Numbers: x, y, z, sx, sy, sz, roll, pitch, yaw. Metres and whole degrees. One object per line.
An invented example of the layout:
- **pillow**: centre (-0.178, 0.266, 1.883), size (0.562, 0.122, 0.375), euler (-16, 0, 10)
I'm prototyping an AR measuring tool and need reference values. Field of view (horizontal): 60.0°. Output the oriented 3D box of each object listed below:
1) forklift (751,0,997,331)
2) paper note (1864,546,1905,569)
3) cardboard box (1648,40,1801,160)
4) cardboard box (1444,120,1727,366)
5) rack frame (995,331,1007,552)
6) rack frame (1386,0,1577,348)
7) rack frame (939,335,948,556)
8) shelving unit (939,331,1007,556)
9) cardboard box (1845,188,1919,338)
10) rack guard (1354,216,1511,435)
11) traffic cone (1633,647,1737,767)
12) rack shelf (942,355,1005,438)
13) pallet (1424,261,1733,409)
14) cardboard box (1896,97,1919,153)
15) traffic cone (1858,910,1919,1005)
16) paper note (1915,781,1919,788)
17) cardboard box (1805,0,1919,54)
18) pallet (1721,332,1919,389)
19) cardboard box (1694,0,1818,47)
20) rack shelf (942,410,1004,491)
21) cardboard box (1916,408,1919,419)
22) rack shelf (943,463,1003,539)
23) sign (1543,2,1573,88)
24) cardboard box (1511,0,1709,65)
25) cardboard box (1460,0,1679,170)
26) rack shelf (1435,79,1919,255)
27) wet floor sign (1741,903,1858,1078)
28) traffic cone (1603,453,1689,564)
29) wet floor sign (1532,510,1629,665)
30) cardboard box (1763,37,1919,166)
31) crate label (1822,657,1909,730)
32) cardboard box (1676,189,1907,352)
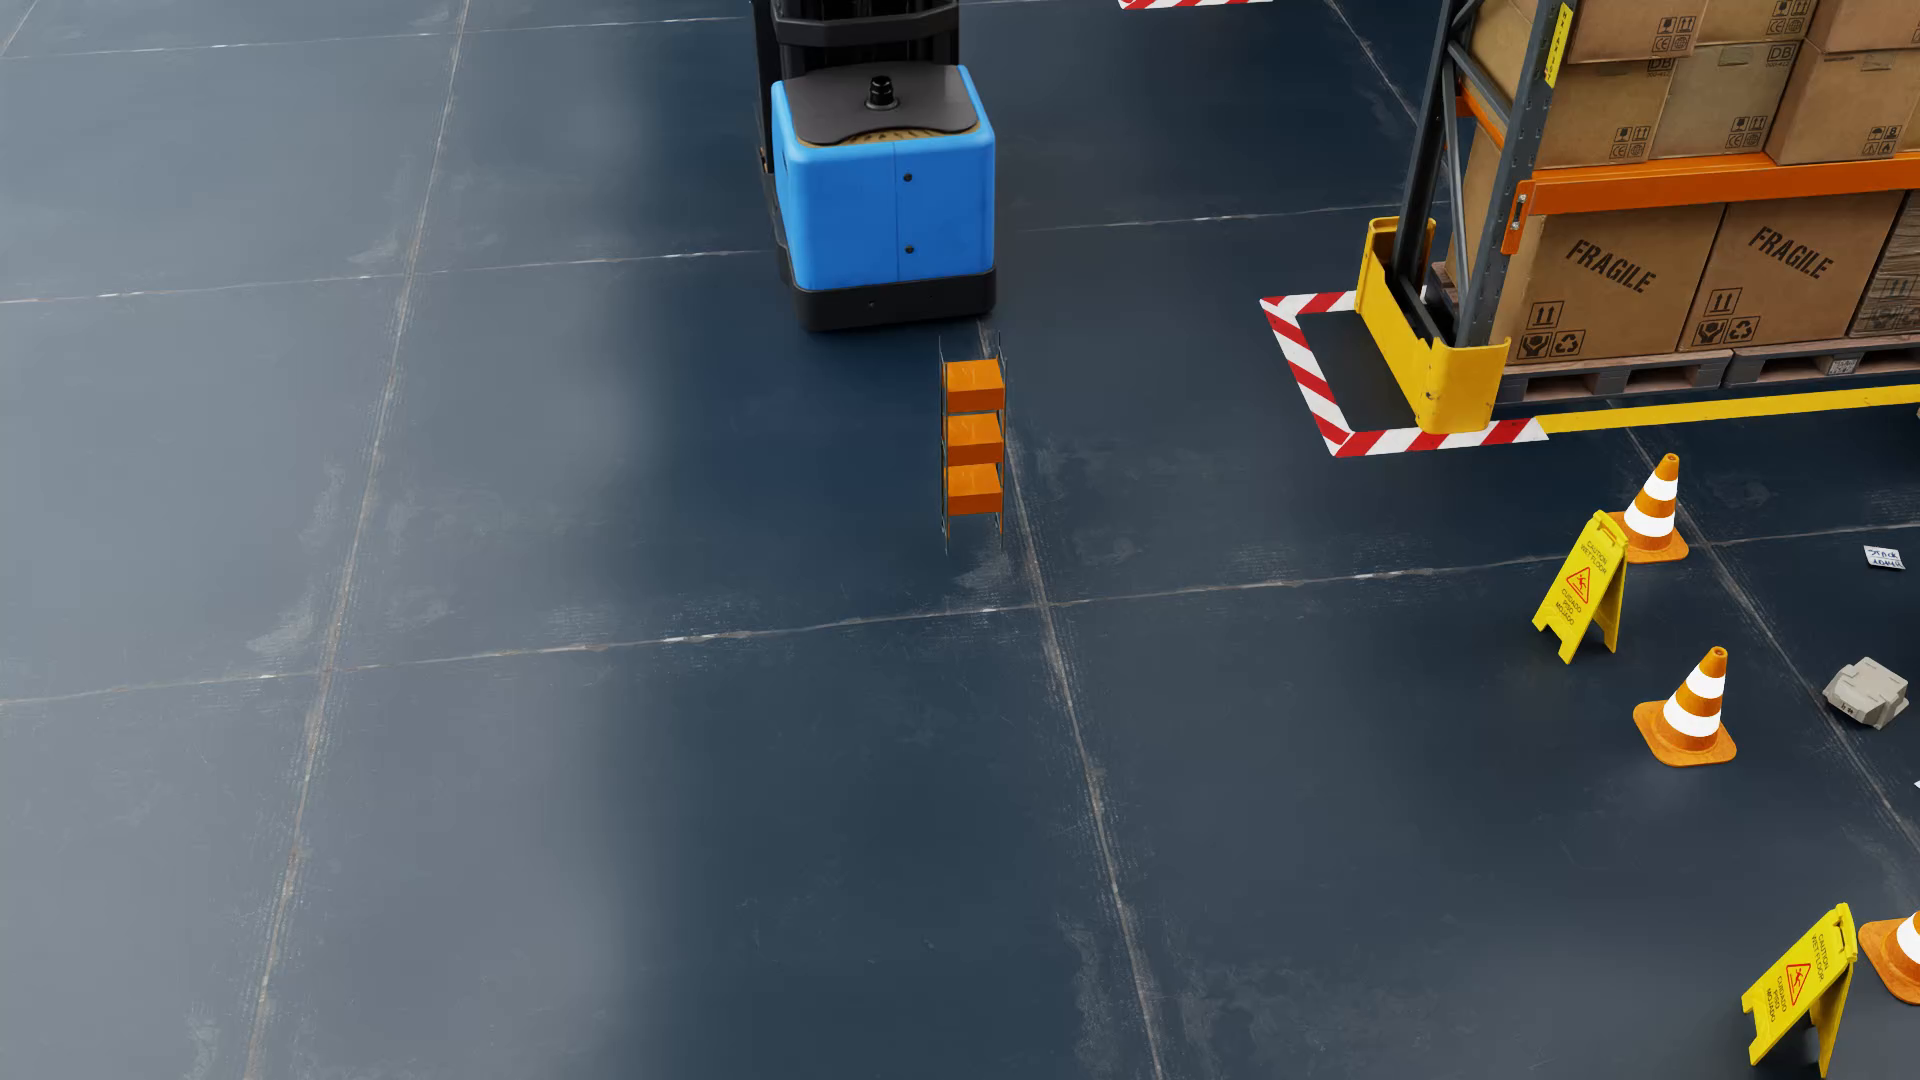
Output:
- **forklift**: centre (-0.595, -3.158, 8.778), size (1.130, 2.935, 3.031), euler (-7, 43, -8)
- **paper note**: centre (4.091, 0.076, 7.359), size (0.142, 0.017, 0.144), euler (8, 43, 9)
- **cardboard box**: centre (3.262, -2.202, 7.555), size (0.550, 0.550, 0.875), euler (-5, 42, -6)
- **cardboard box**: centre (3.021, -1.492, 8.152), size (0.875, 0.875, 0.875), euler (-5, 42, -5)
- **rack frame**: centre (0.174, -0.405, 7.130), size (0.008, 1.050, 0.200), euler (-5, 42, -6)
- **rack frame**: centre (2.358, -2.022, 7.467), size (0.127, 3.000, 1.000), euler (-5, 42, -6)
- **rack frame**: centre (-0.068, -0.384, 7.107), size (0.008, 1.050, 0.200), euler (-5, 42, -6)
- **shelving unit**: centre (0.053, -0.394, 7.119), size (0.252, 1.050, 0.215), euler (-5, 42, -6)
- **cardboard box**: centre (4.798, -1.647, 8.325), size (0.875, 0.875, 0.875), euler (-5, 42, -5)
- **rack guard**: centre (2.334, -1.092, 8.302), size (0.348, 0.500, 1.175), euler (-5, 42, -6)
- **traffic cone**: centre (2.878, 0.597, 6.458), size (0.334, 0.463, 0.336), euler (-5, 42, -6)
- **rack shelf**: centre (0.053, -0.597, 6.936), size (0.240, 0.259, 0.215), euler (-5, 42, -6)
- **pallet**: centre (3.140, -1.108, 8.536), size (1.213, 0.211, 1.003), euler (-5, 42, -6)
- **cardboard box**: centre (4.354, -2.241, 7.598), size (0.500, 0.550, 0.875), euler (-5, 42, -6)
- **traffic cone**: centre (3.359, 1.305, 5.673), size (0.334, 0.463, 0.336), euler (-5, 42, -6)
- **paper note**: centre (3.779, 0.955, 6.383), size (0.142, 0.019, 0.148), euler (-19, 45, -20)
- **cardboard box**: centre (3.837, -2.553, 7.137), size (0.550, 0.550, 0.875), euler (-5, 42, -6)
- **pallet**: centre (4.347, -1.212, 8.651), size (1.213, 0.211, 1.003), euler (-5, 42, -6)
- **cardboard box**: centre (3.264, -2.594, 7.183), size (0.550, 0.550, 0.875), euler (-5, 42, -6)
- **rack shelf**: centre (0.053, -0.387, 7.126), size (0.240, 0.259, 0.215), euler (-5, 42, -6)
- **cardboard box**: centre (4.918, -0.626, 7.784), size (0.500, 0.500, 0.500), euler (2, 42, 2)
- **rack shelf**: centre (0.053, -0.180, 7.312), size (0.240, 0.259, 0.215), euler (-5, 42, -6)
- **sign**: centre (2.424, -2.004, 6.742), size (0.005, 0.325, 0.100), euler (-5, 42, -6)
- **cardboard box**: centre (2.730, -2.485, 7.063), size (0.550, 0.550, 0.875), euler (-5, 42, -6)
- **cardboard box**: centre (2.720, -2.140, 7.486), size (0.550, 0.550, 0.875), euler (-5, 42, -6)
- **rack shelf**: centre (4.341, -1.929, 7.901), size (4.000, 0.370, 1.077), euler (-5, 42, -6)
- **wet floor sign**: centre (2.772, 1.437, 5.390), size (0.232, 0.644, 0.267), euler (8, 43, 9)
- **traffic cone**: centre (3.068, -0.183, 7.323), size (0.334, 0.463, 0.336), euler (-5, 42, -6)
- **wet floor sign**: centre (2.586, 0.170, 6.795), size (0.232, 0.644, 0.267), euler (-12, 43, -13)
- **cardboard box**: centre (3.834, -2.167, 7.517), size (0.550, 0.550, 0.875), euler (-5, 42, -6)
- **crate label**: centre (3.649, 0.609, 6.688), size (0.298, 0.136, 0.250), euler (-27, 49, -27)
- **cardboard box**: centre (3.894, -1.570, 8.238), size (0.875, 0.875, 0.875), euler (-6, 42, -6)
